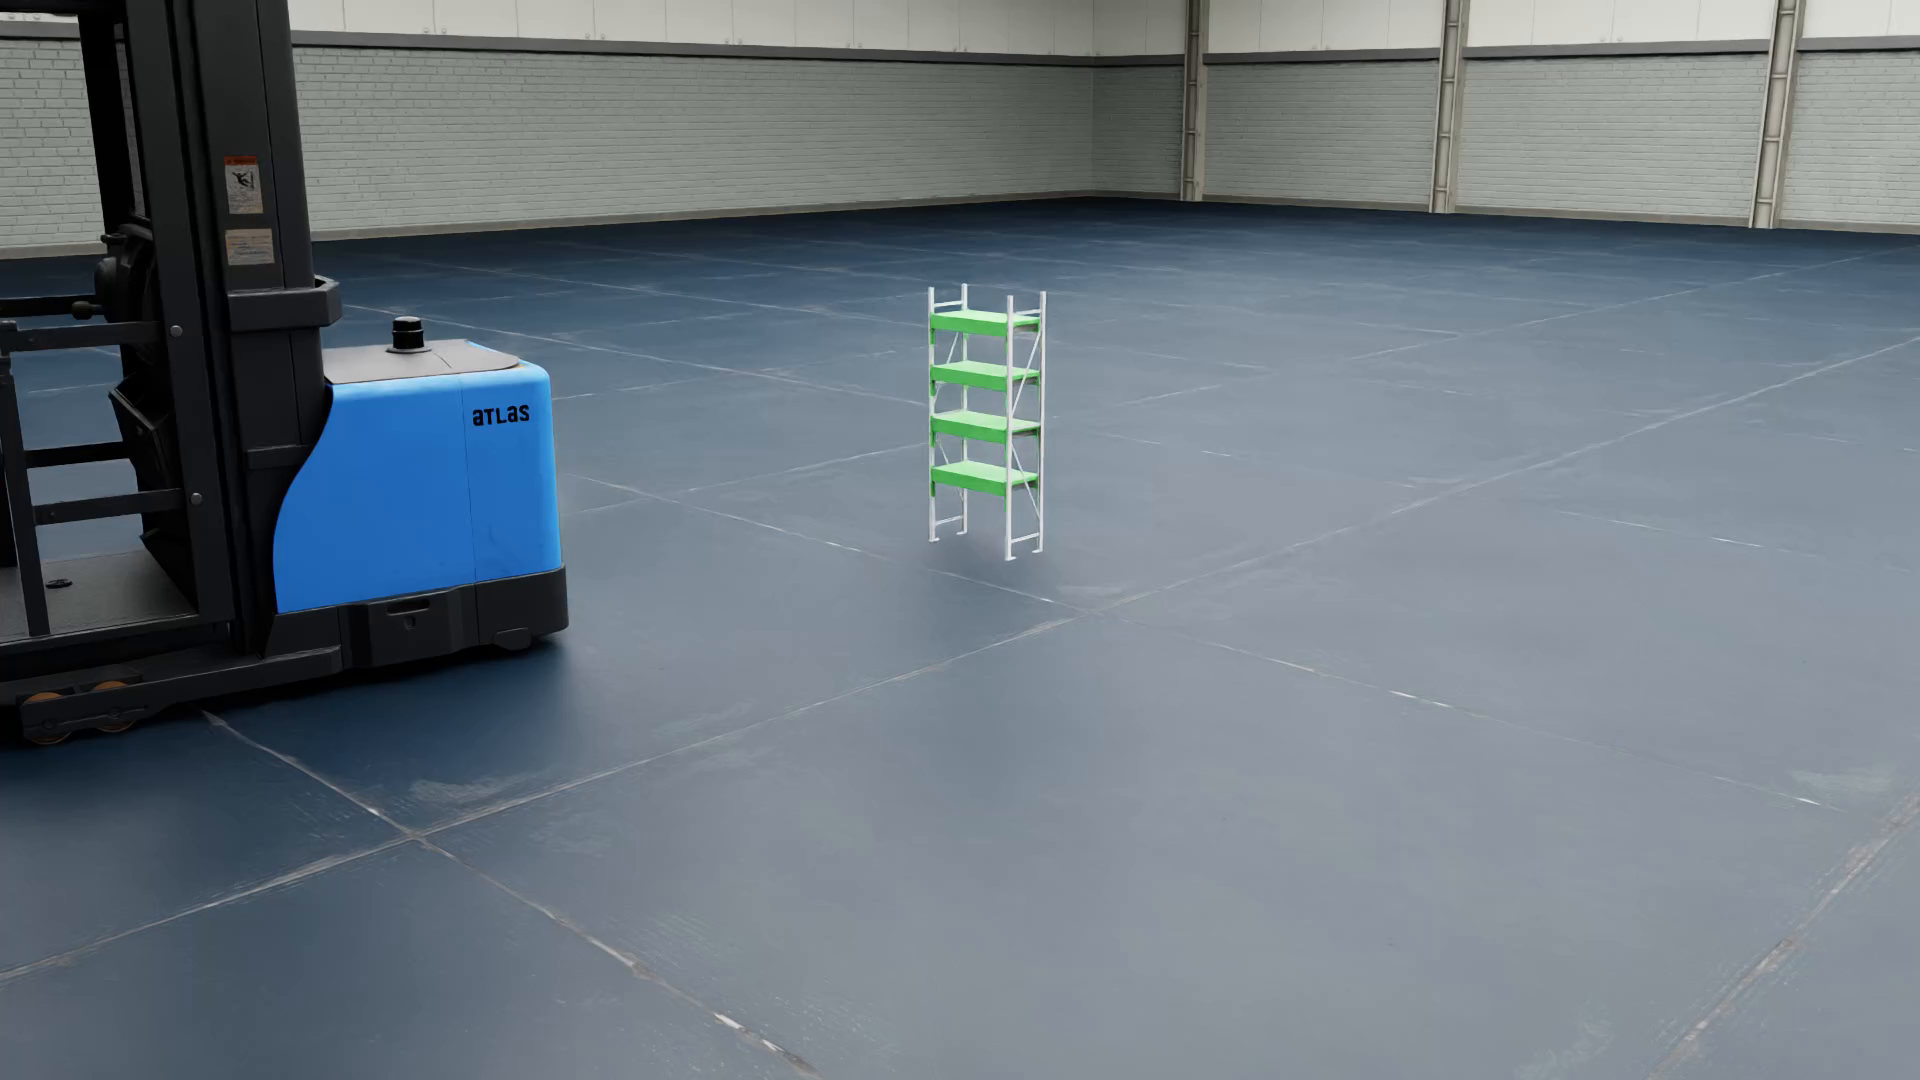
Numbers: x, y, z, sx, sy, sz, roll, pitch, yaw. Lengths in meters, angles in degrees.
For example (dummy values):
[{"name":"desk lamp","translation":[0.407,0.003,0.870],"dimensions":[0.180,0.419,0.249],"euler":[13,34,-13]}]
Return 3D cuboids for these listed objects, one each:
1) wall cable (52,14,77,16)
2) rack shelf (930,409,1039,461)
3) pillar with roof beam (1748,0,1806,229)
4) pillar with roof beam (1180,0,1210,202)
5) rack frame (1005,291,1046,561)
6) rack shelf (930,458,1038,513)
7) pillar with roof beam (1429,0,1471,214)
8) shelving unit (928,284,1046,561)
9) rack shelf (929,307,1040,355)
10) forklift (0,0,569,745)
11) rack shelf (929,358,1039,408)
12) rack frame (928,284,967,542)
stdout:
[{"name":"wall cable","translation":[-11.398,-10.184,22.427],"dimensions":[0.169,6.003,2.305],"euler":[14,20,42]},{"name":"rack shelf","translation":[0.119,-0.490,7.686],"dimensions":[0.480,0.148,0.258],"euler":[14,20,42]},{"name":"pillar with roof beam","translation":[10.719,-8.899,24.237],"dimensions":[0.400,9.000,9.100],"euler":[14,20,42]},{"name":"pillar with roof beam","translation":[2.080,-10.999,32.297],"dimensions":[0.400,9.000,9.100],"euler":[14,20,42]},{"name":"rack frame","translation":[0.295,-0.509,7.506],"dimensions":[0.015,1.200,0.240],"euler":[14,20,42]},{"name":"rack shelf","translation":[0.119,-0.258,7.746],"dimensions":[0.480,0.148,0.258],"euler":[14,20,42]},{"name":"pillar with roof beam","translation":[6.400,-9.949,28.267],"dimensions":[0.400,9.000,9.100],"euler":[14,20,42]},{"name":"shelving unit","translation":[0.119,-0.552,7.670],"dimensions":[0.503,1.200,0.258],"euler":[14,20,42]},{"name":"rack shelf","translation":[0.119,-0.954,7.565],"dimensions":[0.480,0.148,0.258],"euler":[14,20,42]},{"name":"forklift","translation":[-3.010,-0.906,5.598],"dimensions":[3.031,2.935,1.130],"euler":[-10,17,-33]},{"name":"rack shelf","translation":[0.119,-0.722,7.625],"dimensions":[0.480,0.148,0.258],"euler":[14,20,42]},{"name":"rack frame","translation":[-0.056,-0.594,7.833],"dimensions":[0.015,1.200,0.240],"euler":[14,20,42]}]
